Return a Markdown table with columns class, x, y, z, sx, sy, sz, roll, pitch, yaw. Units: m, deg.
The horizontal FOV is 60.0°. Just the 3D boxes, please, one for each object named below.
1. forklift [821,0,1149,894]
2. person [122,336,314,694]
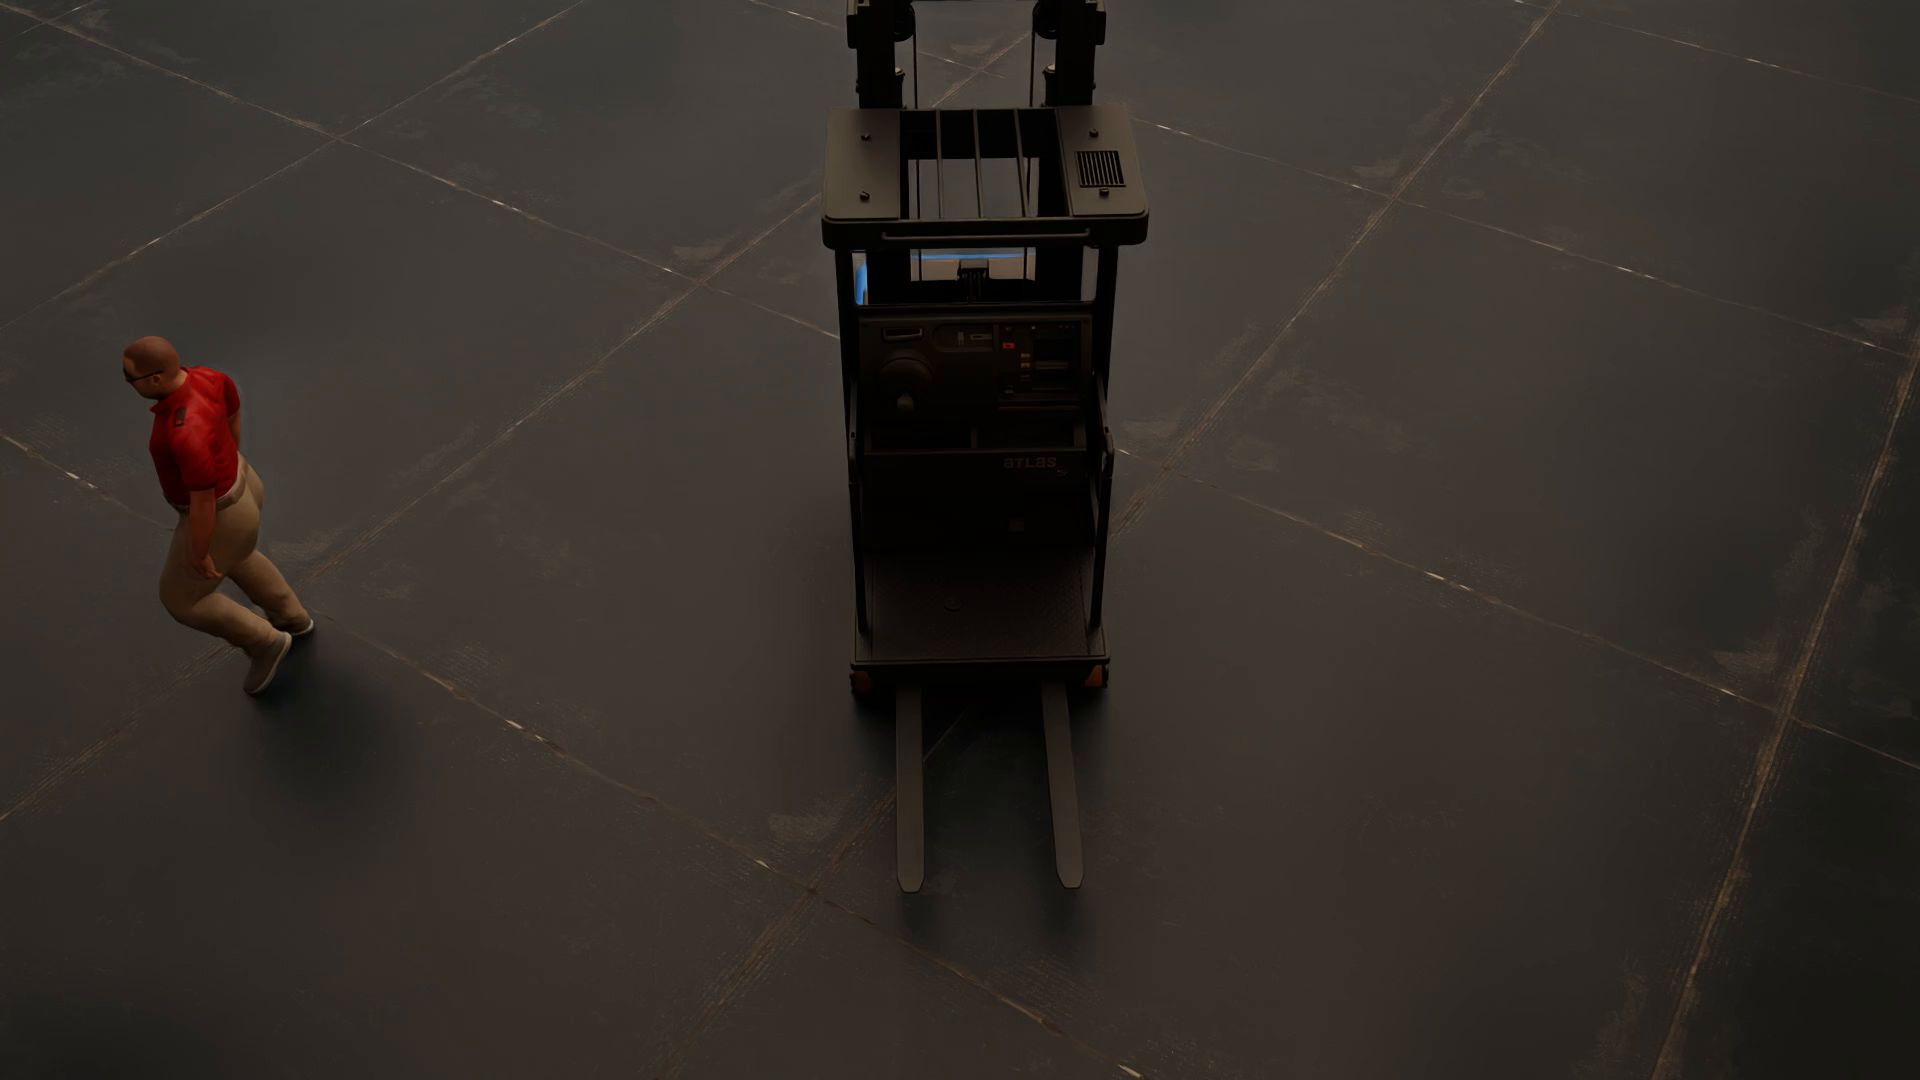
| class | x | y | z | sx | sy | sz | roll | pitch | yaw |
| --- | --- | --- | --- | --- | --- | --- | --- | --- | --- |
| forklift | 0.072 | -0.623 | 6.506 | 1.130 | 2.935 | 3.031 | -1 | 43 | -1 |
| person | -3.129 | -0.116 | 6.872 | 0.467 | 1.726 | 0.666 | -9 | 44 | -10 |
